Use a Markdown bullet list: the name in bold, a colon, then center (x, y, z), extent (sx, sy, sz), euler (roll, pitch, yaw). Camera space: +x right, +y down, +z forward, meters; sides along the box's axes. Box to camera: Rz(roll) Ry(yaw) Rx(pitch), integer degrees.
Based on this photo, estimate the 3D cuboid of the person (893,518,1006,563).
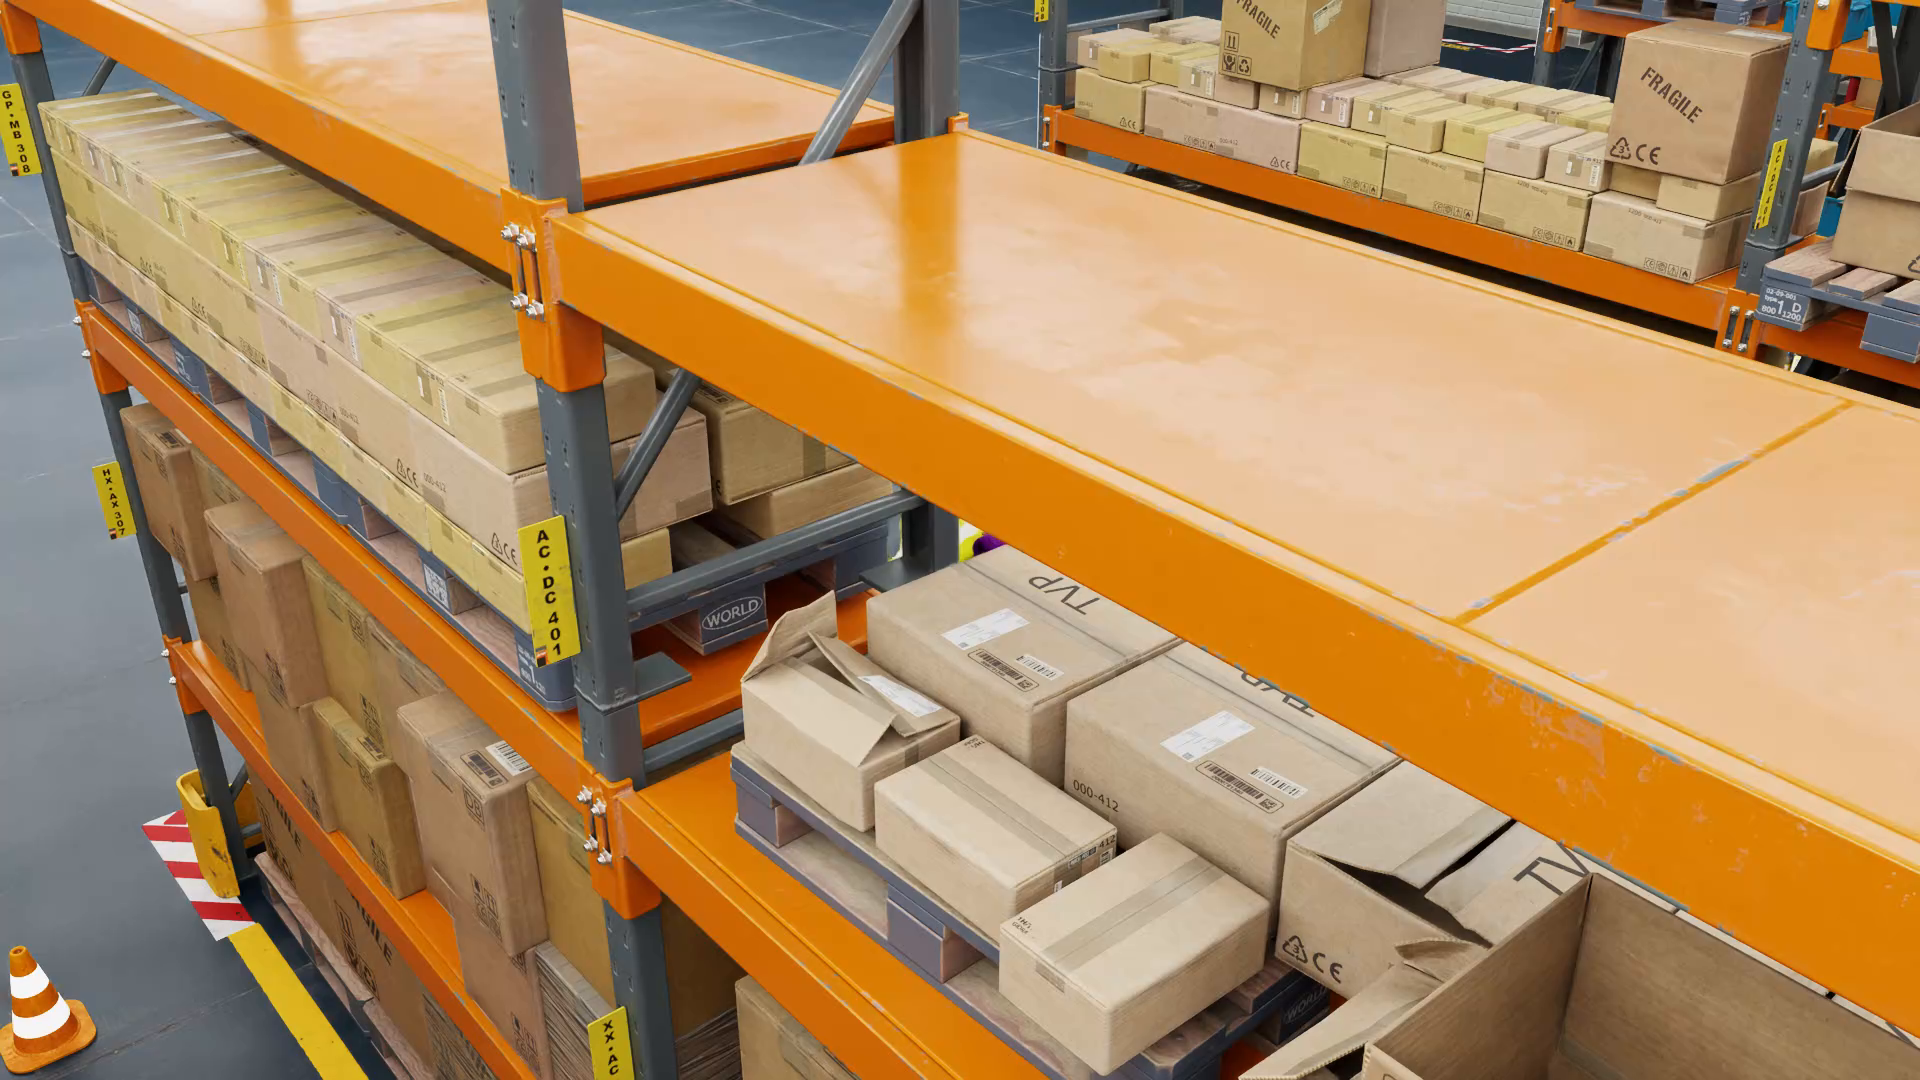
- **person**: center (-0.057, 0.209, 9.078), extent (0.860, 1.111, 0.603), euler (-22, 35, -35)
